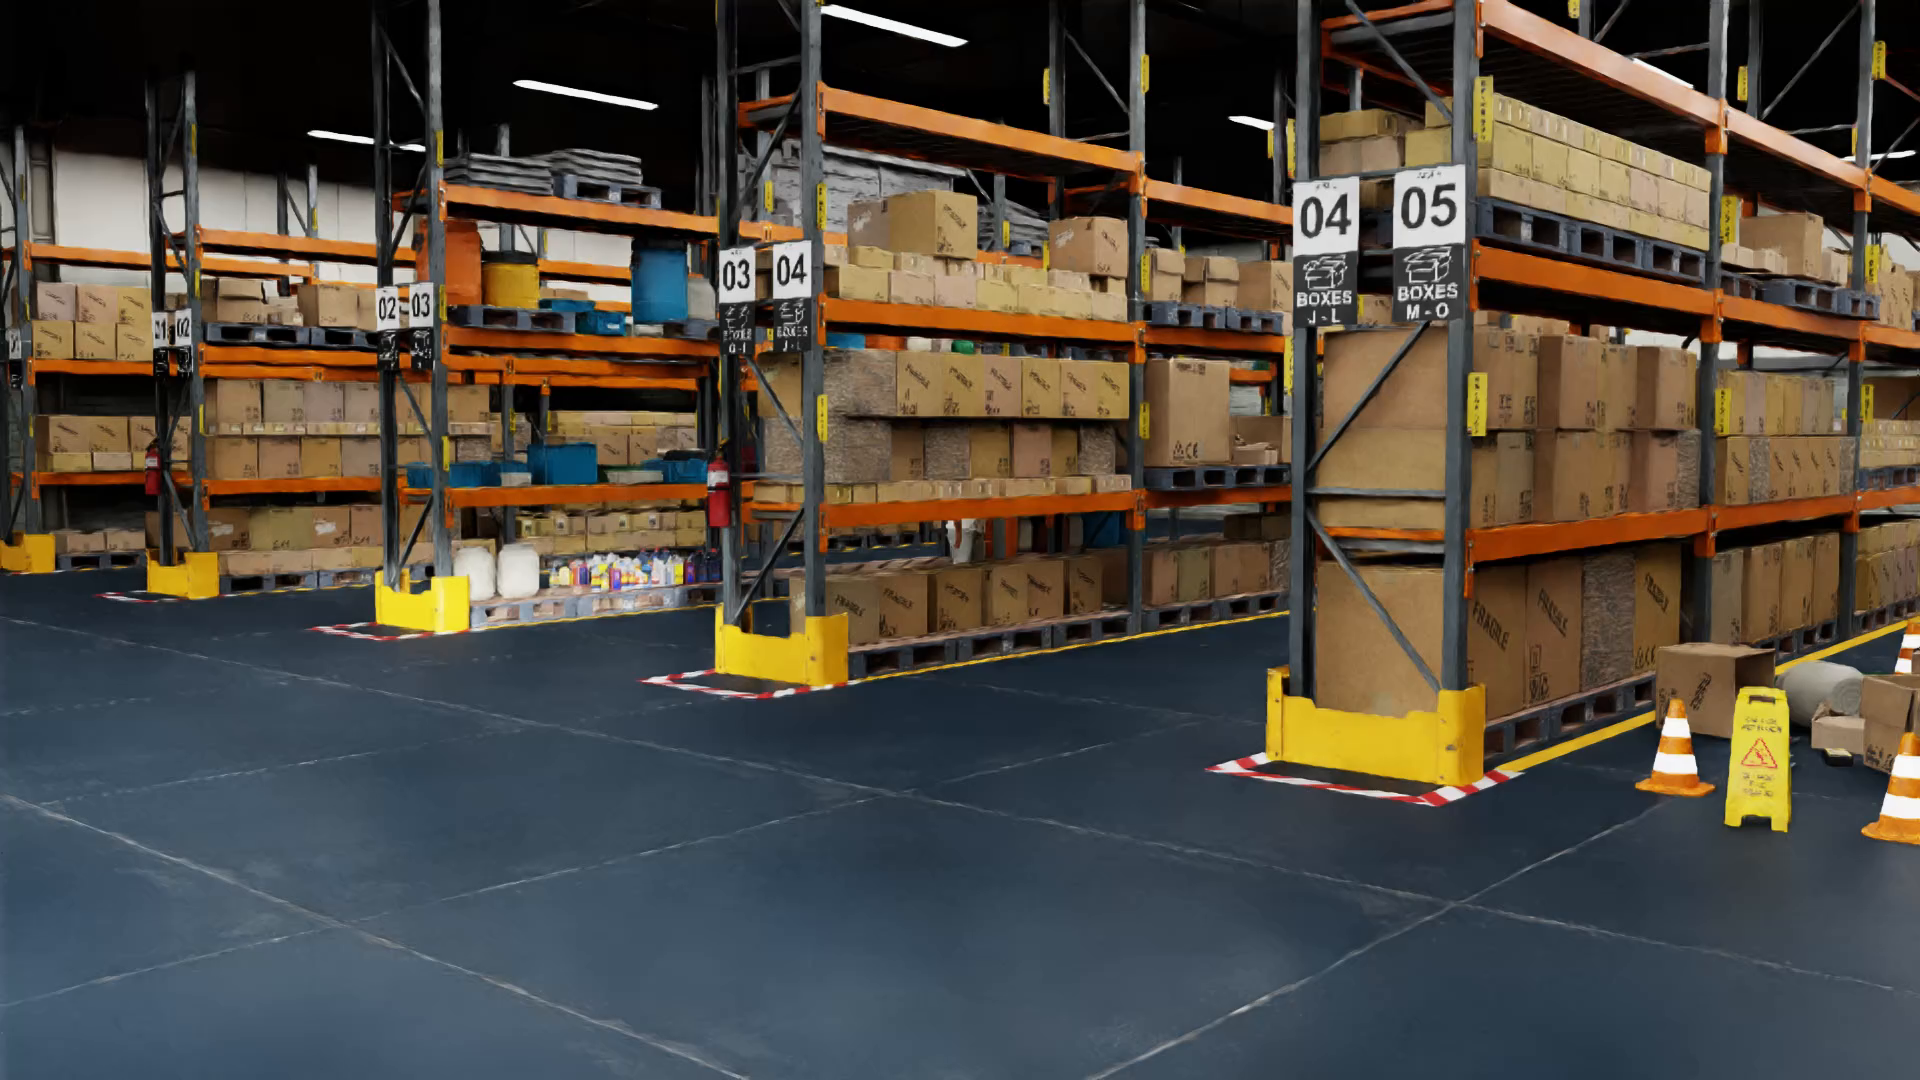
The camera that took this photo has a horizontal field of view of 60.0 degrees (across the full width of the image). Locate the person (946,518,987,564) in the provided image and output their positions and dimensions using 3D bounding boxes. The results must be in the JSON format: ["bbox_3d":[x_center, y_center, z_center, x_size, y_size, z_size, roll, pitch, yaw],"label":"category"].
[{"bbox_3d":[0.057,-0.043,16.355,0.437,1.639,0.695,1,4,19],"label":"person"}]
